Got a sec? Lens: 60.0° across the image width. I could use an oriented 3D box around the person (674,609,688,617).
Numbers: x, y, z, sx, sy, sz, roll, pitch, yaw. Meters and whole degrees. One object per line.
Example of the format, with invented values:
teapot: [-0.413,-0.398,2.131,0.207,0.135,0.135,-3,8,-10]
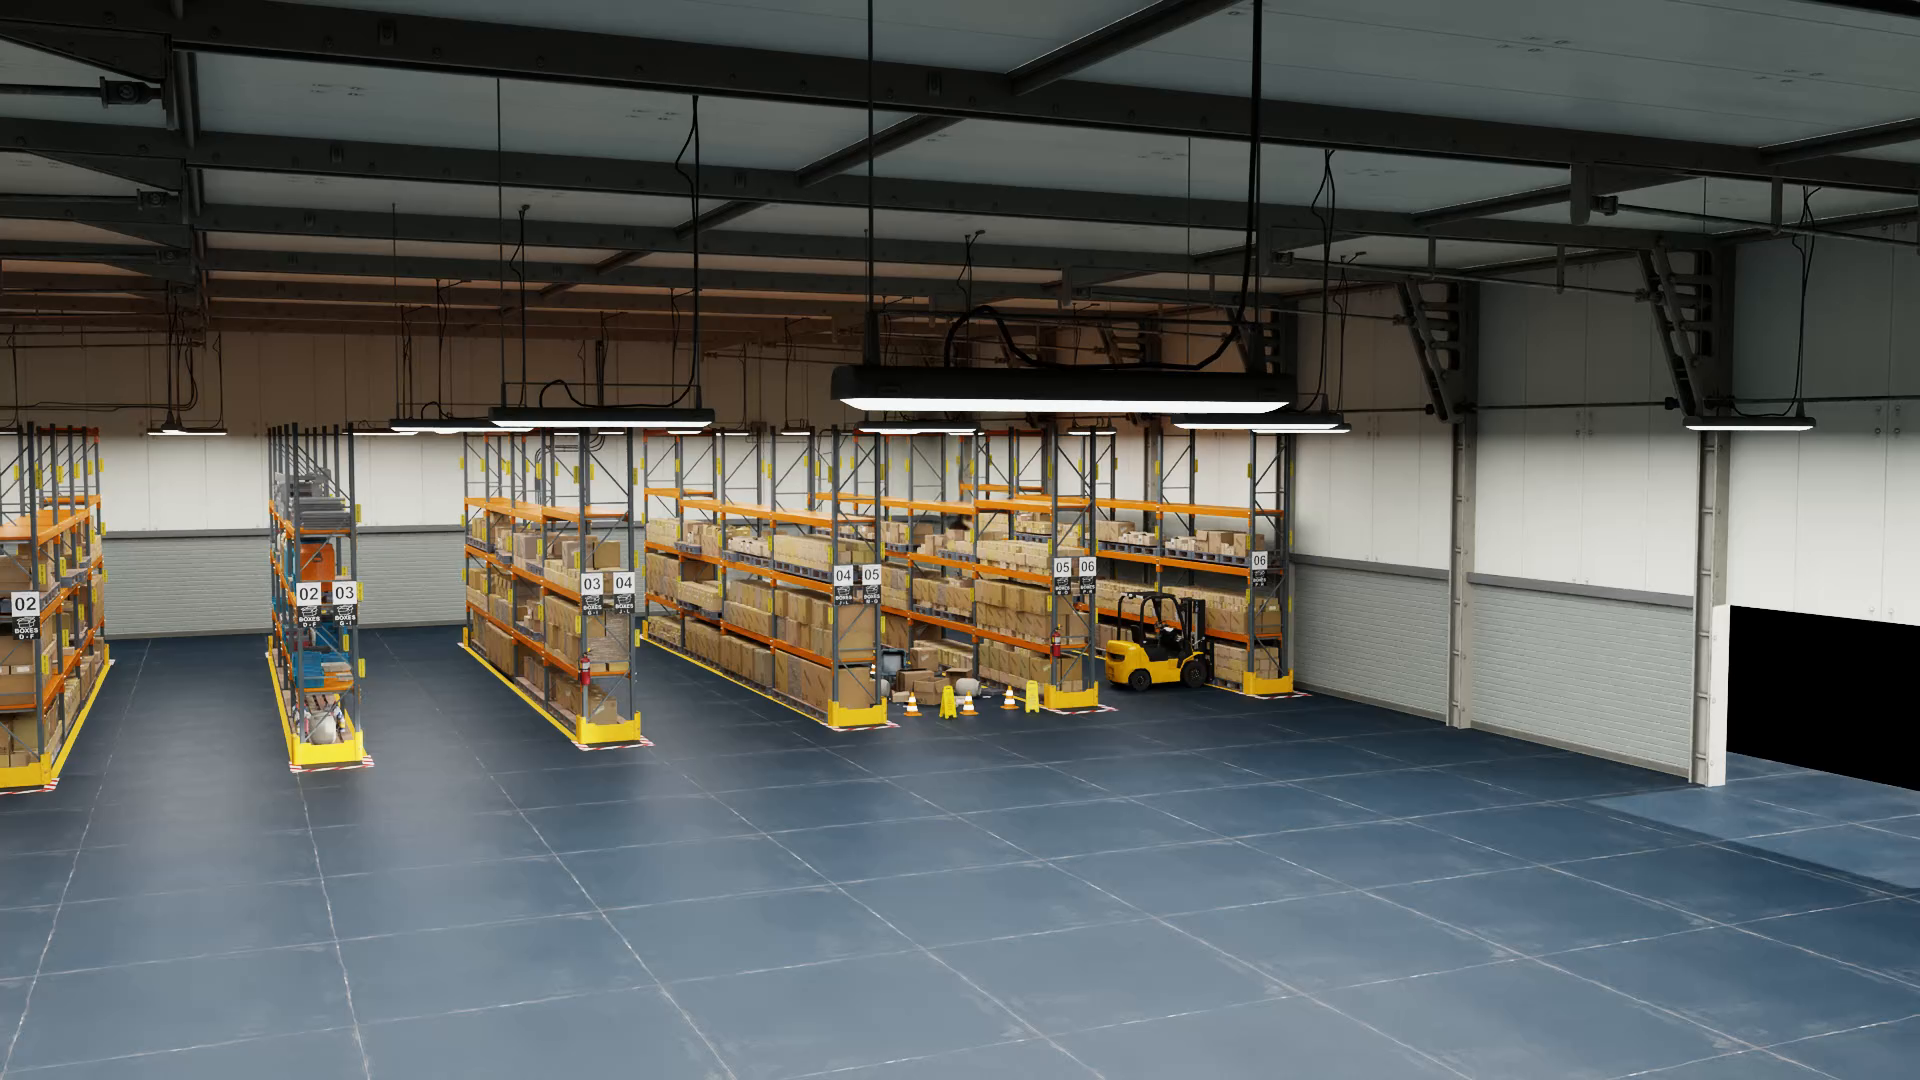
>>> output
person: [-8.188,1.924,49.032,0.693,1.686,0.565,1,4,10]
